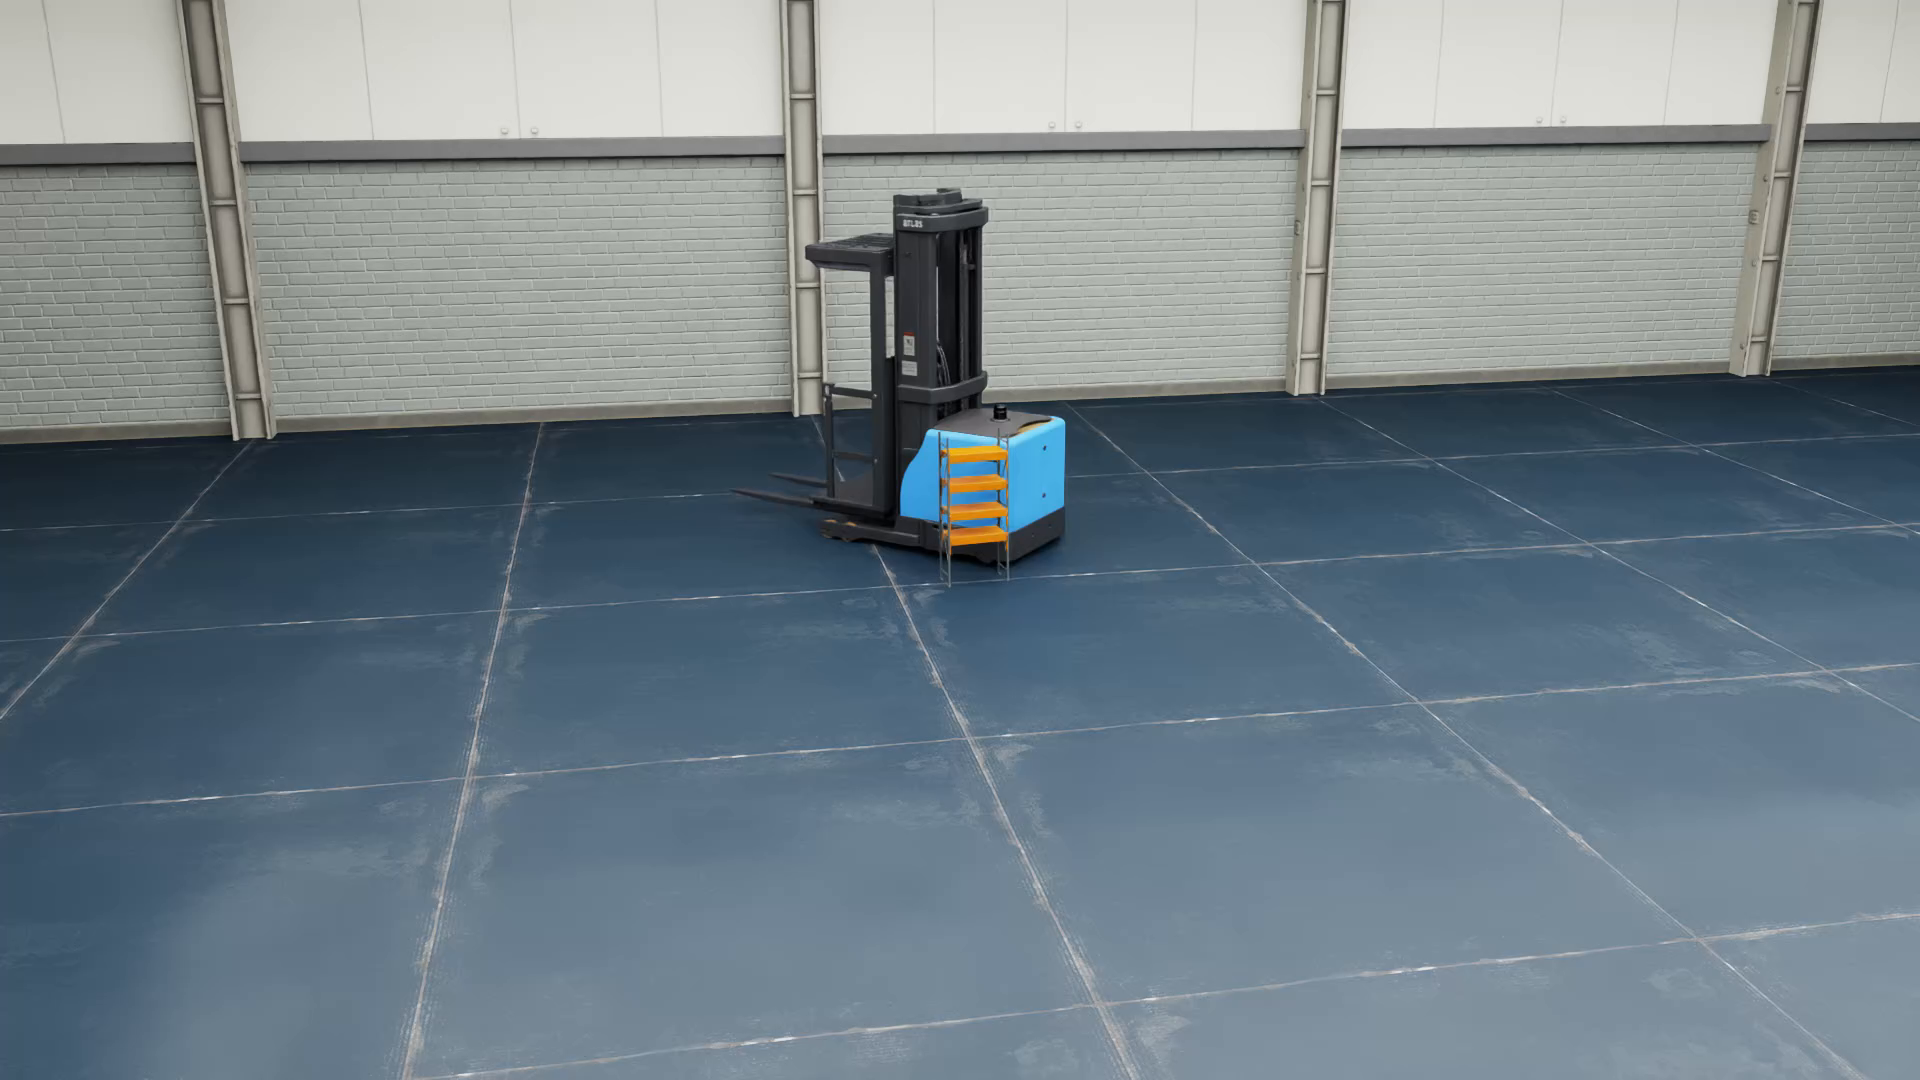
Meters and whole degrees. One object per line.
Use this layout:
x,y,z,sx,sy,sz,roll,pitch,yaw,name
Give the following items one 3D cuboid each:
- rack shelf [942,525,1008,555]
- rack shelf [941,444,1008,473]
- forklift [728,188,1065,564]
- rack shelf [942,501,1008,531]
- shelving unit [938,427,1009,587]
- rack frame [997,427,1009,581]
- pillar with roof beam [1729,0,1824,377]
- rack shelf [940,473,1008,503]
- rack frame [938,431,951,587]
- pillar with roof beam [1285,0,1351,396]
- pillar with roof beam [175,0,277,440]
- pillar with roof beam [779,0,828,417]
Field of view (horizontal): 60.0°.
0.112,-0.005,13.178,0.480,0.148,0.258,-5,16,-17,rack shelf
0.107,-0.639,13.000,0.480,0.148,0.258,-5,16,-17,rack shelf
-0.629,-1.508,14.228,3.031,2.935,1.130,10,20,29,forklift
0.111,-0.196,13.124,0.480,0.148,0.258,-5,16,-17,rack shelf
0.110,-0.261,13.106,0.503,1.200,0.258,-5,16,-17,shelving unit
0.342,-0.283,13.178,0.015,1.200,0.240,-5,16,-17,rack frame
10.880,-5.184,15.864,0.400,9.000,9.100,-3,17,-10,pillar with roof beam
0.109,-0.412,13.064,0.480,0.148,0.258,-5,16,-17,rack shelf
-0.122,-0.239,13.034,0.015,1.200,0.240,-5,16,-17,rack frame
4.989,-4.850,14.776,0.400,9.000,9.100,-3,17,-10,pillar with roof beam
-6.793,-4.182,12.599,0.400,9.000,9.100,-3,17,-10,pillar with roof beam
-0.902,-4.516,13.687,0.400,9.000,9.100,-3,17,-10,pillar with roof beam
